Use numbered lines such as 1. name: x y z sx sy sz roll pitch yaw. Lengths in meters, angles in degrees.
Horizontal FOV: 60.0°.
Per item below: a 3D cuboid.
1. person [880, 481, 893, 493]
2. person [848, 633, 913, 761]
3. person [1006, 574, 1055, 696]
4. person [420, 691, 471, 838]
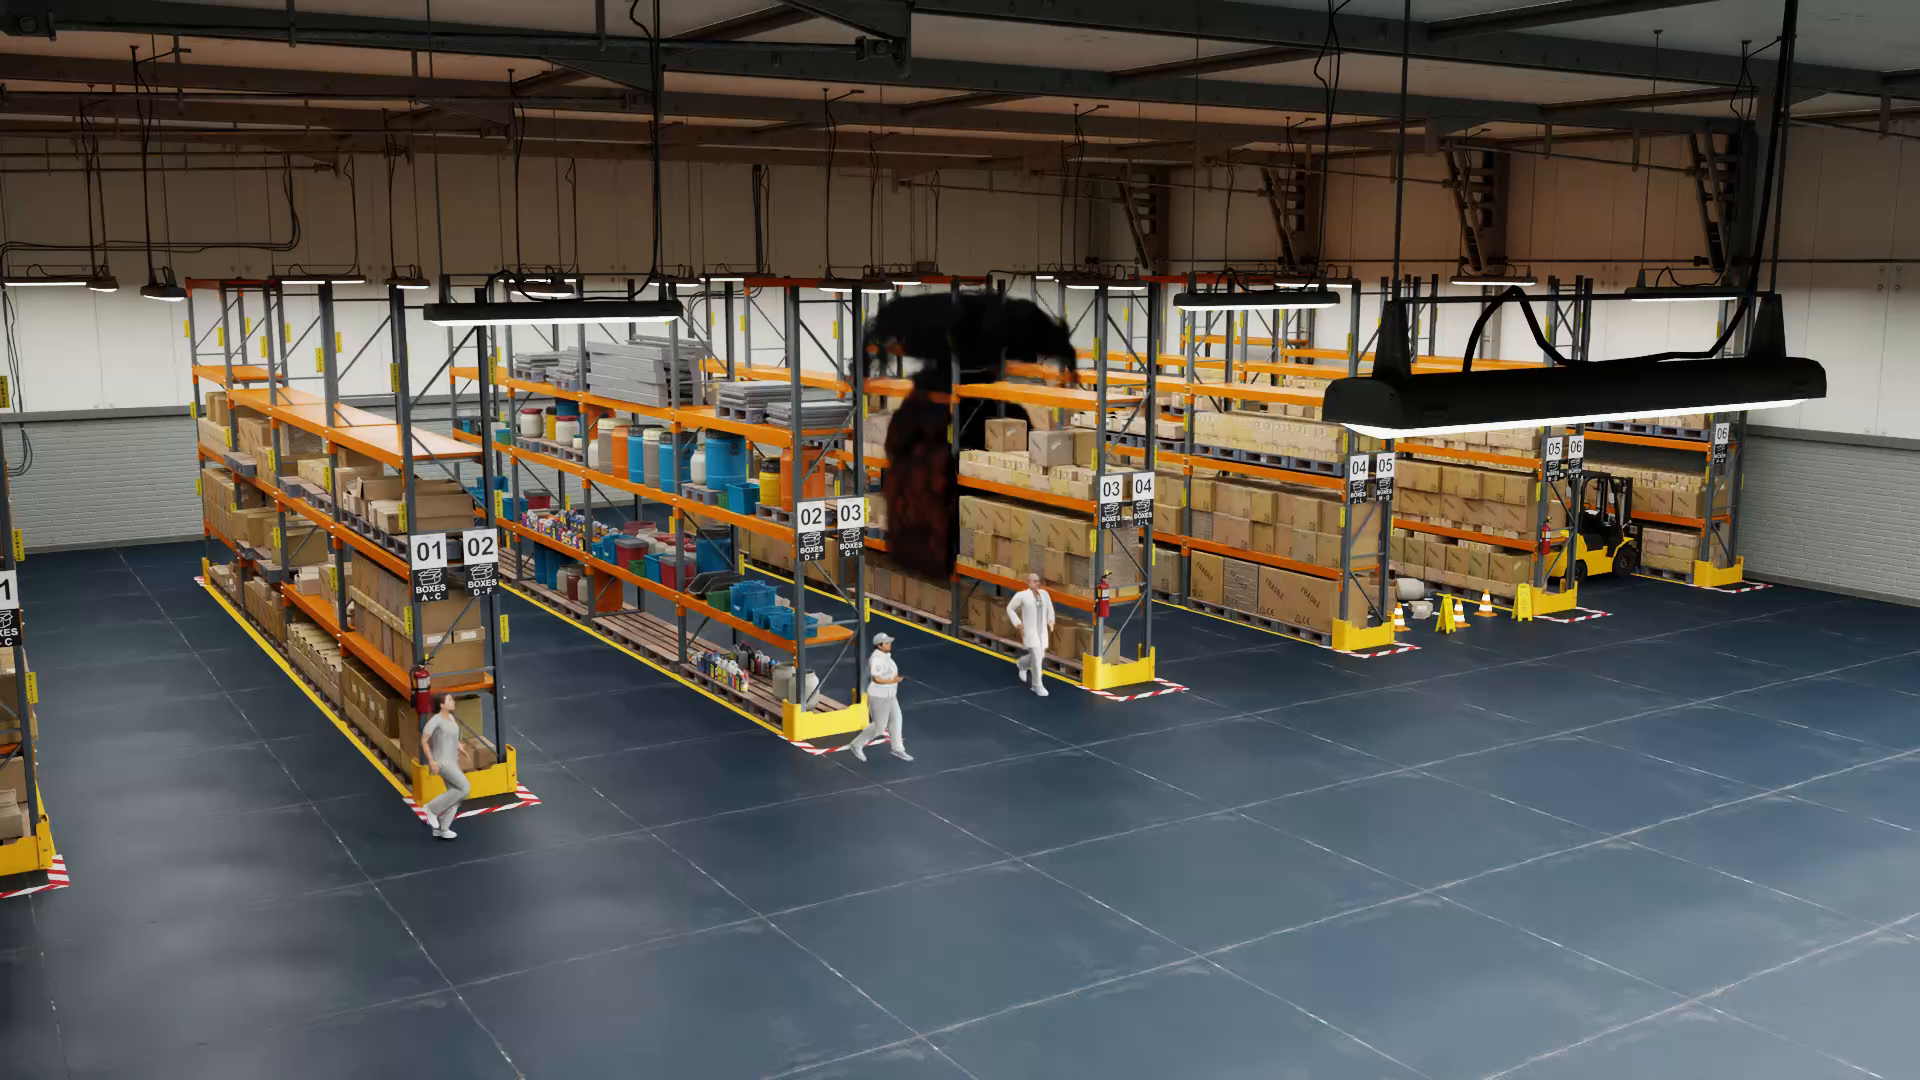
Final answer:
1. person: -1.841 -1.630 42.382 0.685 1.826 0.776 8 12 39
2. person: -1.012 2.012 21.082 0.822 1.690 0.623 0 10 2
3. person: 1.053 1.361 24.635 0.728 1.771 0.919 -6 11 -31
4. person: -5.666 2.471 18.497 0.517 1.596 0.597 1 10 6
